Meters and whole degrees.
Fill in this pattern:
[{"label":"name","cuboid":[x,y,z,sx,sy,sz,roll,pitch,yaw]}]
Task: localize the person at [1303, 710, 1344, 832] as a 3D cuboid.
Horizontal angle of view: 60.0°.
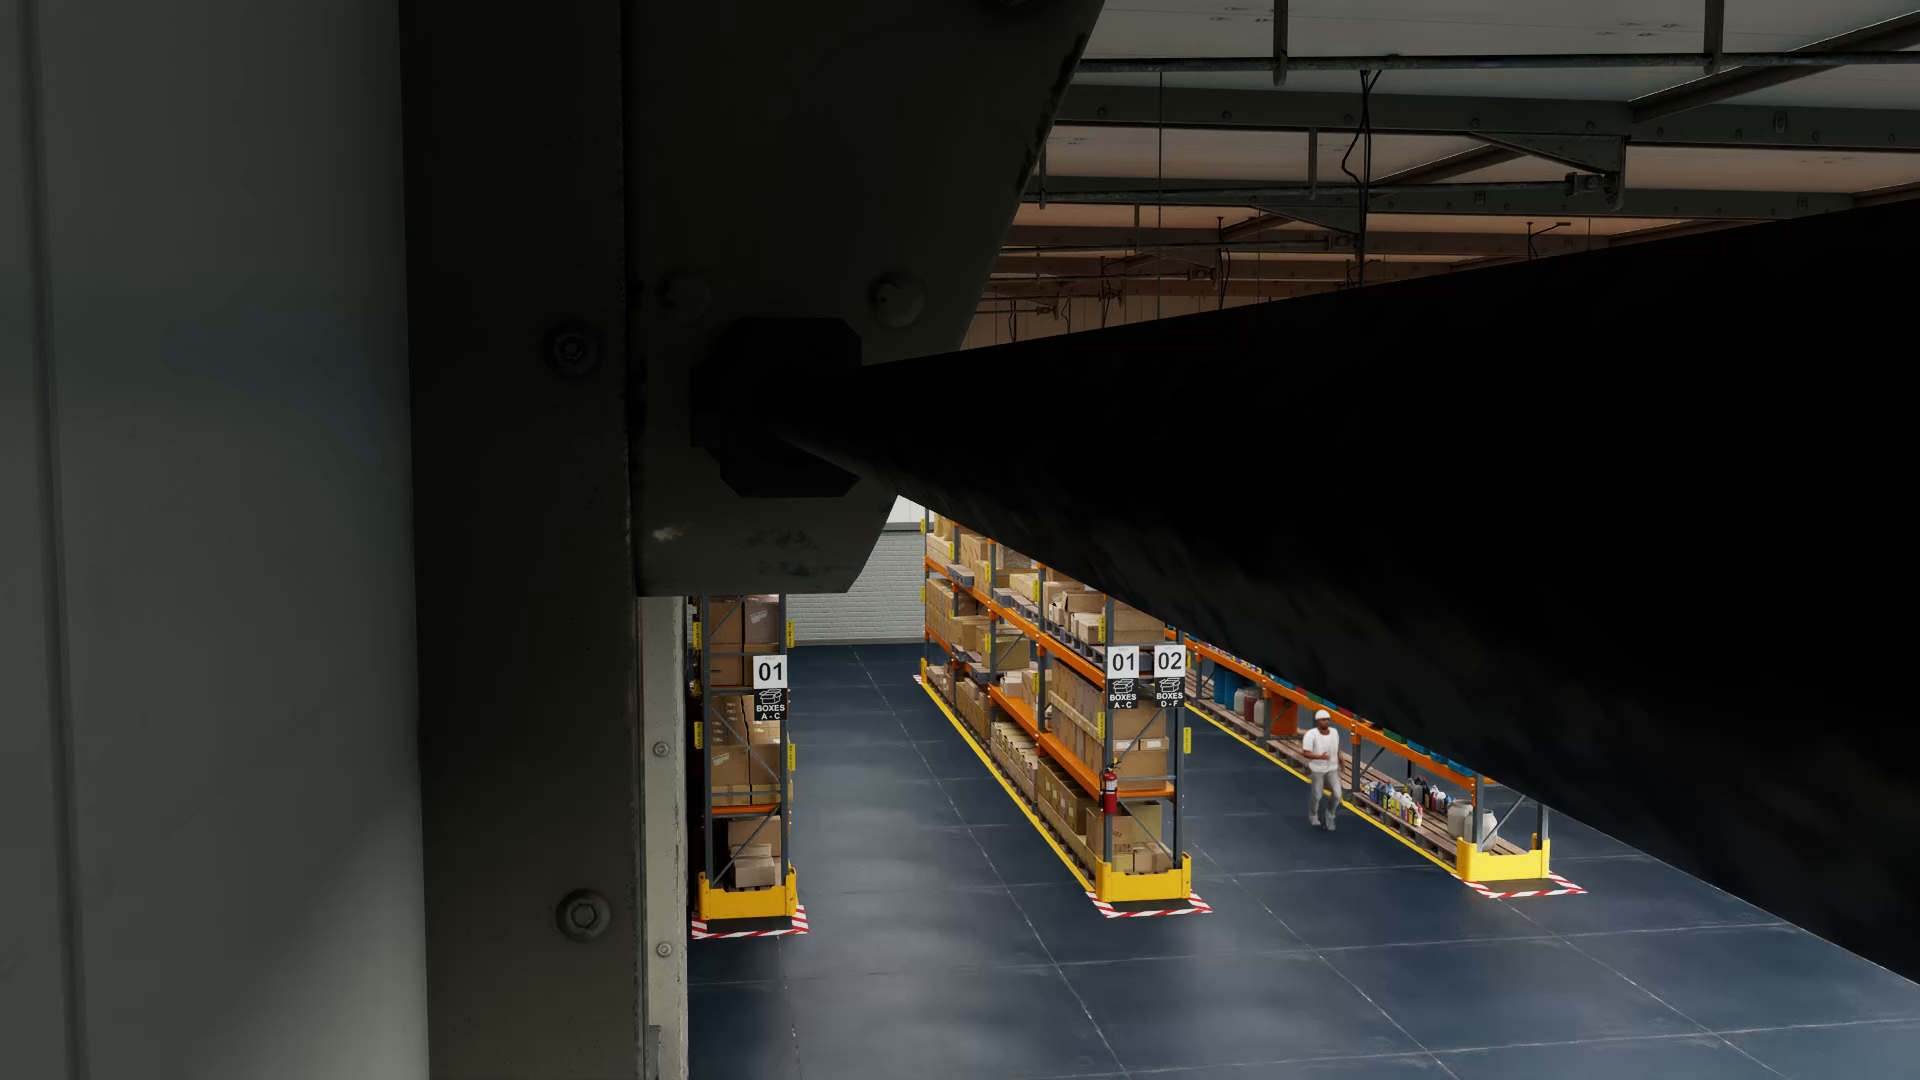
[{"label":"person","cuboid":[5.273,3.338,24.044,0.672,1.777,0.703,-1,5,-11]}]
